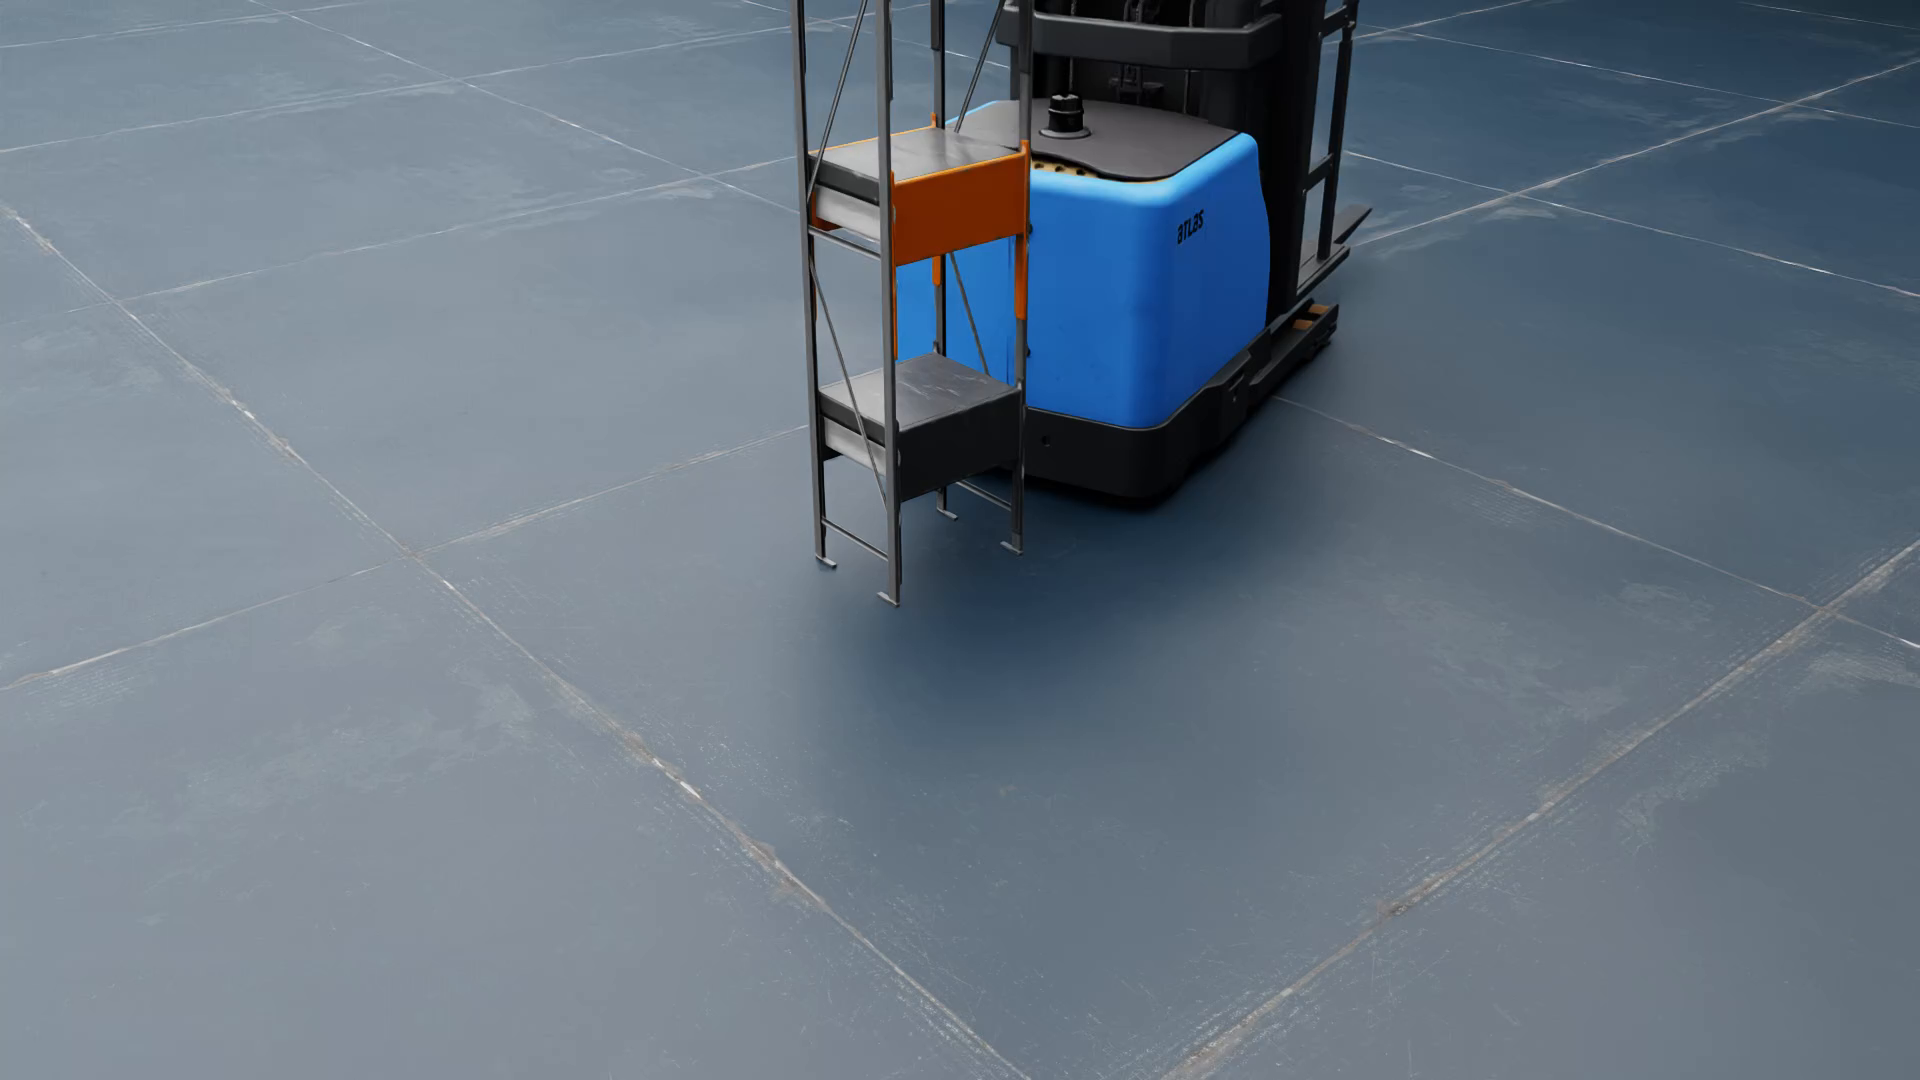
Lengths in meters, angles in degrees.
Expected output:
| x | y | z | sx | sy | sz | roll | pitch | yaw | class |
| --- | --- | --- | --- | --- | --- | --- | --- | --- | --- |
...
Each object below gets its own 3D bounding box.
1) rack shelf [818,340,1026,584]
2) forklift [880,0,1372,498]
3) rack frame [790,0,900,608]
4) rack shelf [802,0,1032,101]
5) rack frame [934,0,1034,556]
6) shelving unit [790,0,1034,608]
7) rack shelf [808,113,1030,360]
| x | y | z | sx | sy | sz | roll | pitch | yaw | class |
| --- | --- | --- | --- | --- | --- | --- | --- | --- | --- |
| -0.126 | -0.246 | 4.997 | 0.480 | 0.518 | 0.431 | -22 | 35 | -35 | rack shelf |
| 0.875 | -2.091 | 6.052 | 1.130 | 2.935 | 3.031 | 14 | 31 | 25 | forklift |
| -0.312 | -0.801 | 4.521 | 0.015 | 2.100 | 0.400 | -22 | 35 | -35 | rack frame |
| -0.126 | -1.481 | 4.337 | 0.480 | 0.518 | 0.431 | -22 | 35 | -35 | rack shelf |
| 0.060 | -0.950 | 4.800 | 0.015 | 2.100 | 0.400 | -22 | 35 | -35 | rack frame |
| -0.126 | -0.875 | 4.660 | 0.503 | 2.100 | 0.431 | -22 | 35 | -35 | shelving unit |
| -0.126 | -0.863 | 4.667 | 0.480 | 0.518 | 0.431 | -22 | 35 | -35 | rack shelf |
